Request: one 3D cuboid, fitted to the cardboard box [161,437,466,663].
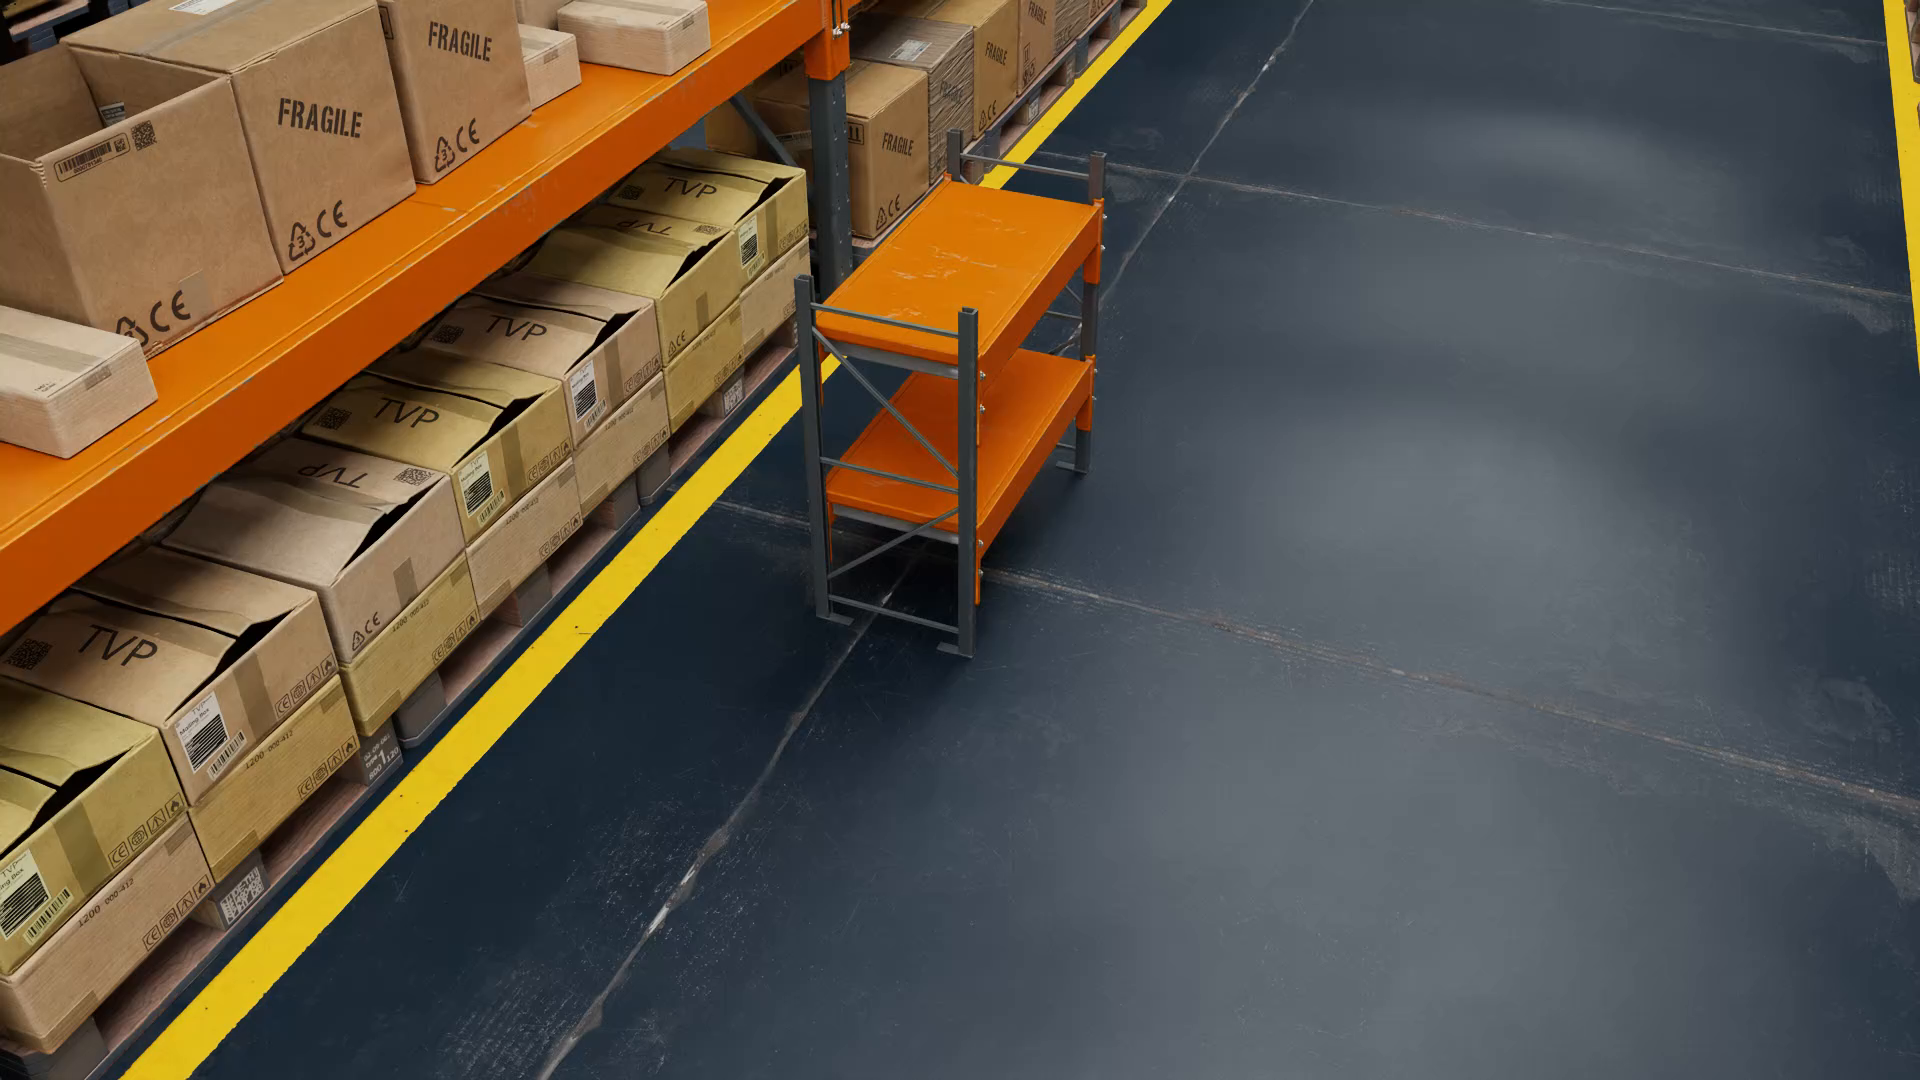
[{"bbox_3d":[-1.637,-0.009,4.234,0.500,0.311,0.500,13,39,16],"label":"cardboard box"}]

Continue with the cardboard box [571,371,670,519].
[{"bbox_3d":[-1.255,-0.354,5.164,0.500,0.250,0.500,15,39,19],"label":"cardboard box"}]

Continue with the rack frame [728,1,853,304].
[{"bbox_3d":[-0.894,-2.198,5.685,1.000,3.000,0.127,14,39,18],"label":"rack frame"}]

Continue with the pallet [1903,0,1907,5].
[{"bbox_3d":[5.914,-3.259,9.433,1.003,0.211,1.213,14,39,18],"label":"pallet"}]

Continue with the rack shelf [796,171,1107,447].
[{"bbox_3d":[0.003,-0.689,4.743,0.538,0.278,1.000,14,39,18],"label":"rack shelf"}]

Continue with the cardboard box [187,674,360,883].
[{"bbox_3d":[-1.837,0.501,4.021,0.500,0.250,0.500,15,39,19],"label":"cardboard box"}]

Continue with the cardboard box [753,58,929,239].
[{"bbox_3d":[-0.456,-1.559,6.551,0.500,0.500,0.500,15,39,20],"label":"cardboard box"}]

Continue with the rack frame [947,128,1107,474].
[{"bbox_3d":[0.196,-0.736,5.295,0.500,1.125,0.032,14,39,18],"label":"rack frame"}]

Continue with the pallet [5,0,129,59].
[{"bbox_3d":[-5.107,-2.626,8.587,1.003,0.211,1.213,14,39,18],"label":"pallet"}]

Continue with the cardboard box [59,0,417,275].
[{"bbox_3d":[-1.717,-1.013,4.017,0.500,0.500,0.500,14,39,18],"label":"cardboard box"}]

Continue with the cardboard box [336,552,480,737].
[{"bbox_3d":[-1.643,0.213,4.405,0.500,0.250,0.500,13,39,16],"label":"cardboard box"}]

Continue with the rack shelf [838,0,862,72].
[{"bbox_3d":[-0.133,-3.017,7.381,1.077,0.370,4.000,14,39,18],"label":"rack shelf"}]

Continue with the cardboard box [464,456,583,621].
[{"bbox_3d":[-1.448,-0.068,4.782,0.500,0.250,0.500,15,39,19],"label":"cardboard box"}]

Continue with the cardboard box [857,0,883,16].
[{"bbox_3d":[-0.558,-2.230,7.449,0.500,0.500,0.500,12,39,16],"label":"cardboard box"}]

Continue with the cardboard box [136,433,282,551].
[{"bbox_3d":[-2.142,-0.129,4.395,0.500,0.311,0.500,14,39,18],"label":"cardboard box"}]

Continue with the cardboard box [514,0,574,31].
[{"bbox_3d":[-1.413,-1.711,5.108,0.500,0.311,0.500,13,39,17],"label":"cardboard box"}]

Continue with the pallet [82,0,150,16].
[{"bbox_3d":[-4.641,-3.299,9.488,1.003,0.211,1.213,14,39,18],"label":"pallet"}]

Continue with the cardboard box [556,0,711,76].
[{"bbox_3d":[-0.980,-1.536,5.009,0.380,0.149,0.250,14,39,18],"label":"cardboard box"}]

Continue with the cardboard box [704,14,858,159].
[{"bbox_3d":[-0.755,-1.944,7.066,0.500,0.500,0.500,15,39,20],"label":"cardboard box"}]

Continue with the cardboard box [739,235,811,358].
[{"bbox_3d":[-0.868,-0.918,5.918,0.500,0.250,0.500,15,39,19],"label":"cardboard box"}]

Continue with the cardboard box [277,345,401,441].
[{"bbox_3d":[-1.948,-0.407,4.766,0.500,0.311,0.500,13,39,17],"label":"cardboard box"}]

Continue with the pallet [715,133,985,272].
[{"bbox_3d":[-0.575,-1.485,7.061,1.003,0.211,1.213,14,39,18],"label":"pallet"}]

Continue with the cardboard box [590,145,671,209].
[{"bbox_3d":[-1.365,-1.266,5.916,0.500,0.311,0.500,15,39,19],"label":"cardboard box"}]

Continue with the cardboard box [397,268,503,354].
[{"bbox_3d":[-1.753,-0.691,5.147,0.500,0.311,0.500,13,39,17],"label":"cardboard box"}]

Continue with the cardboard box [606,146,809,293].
[{"bbox_3d":[-0.865,-1.143,5.751,0.500,0.311,0.500,15,39,19],"label":"cardboard box"}]

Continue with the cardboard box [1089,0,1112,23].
[{"bbox_3d":[0.510,-2.977,8.448,0.500,0.500,0.500,14,39,18],"label":"cardboard box"}]

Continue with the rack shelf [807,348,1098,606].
[{"bbox_3d":[0.003,-0.258,5.065,0.538,0.278,1.000,14,39,18],"label":"rack shelf"}]

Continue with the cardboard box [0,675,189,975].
[{"bbox_3d":[-2.028,0.554,3.481,0.500,0.311,0.500,14,39,18],"label":"cardboard box"}]

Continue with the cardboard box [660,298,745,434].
[{"bbox_3d":[-1.061,-0.631,5.535,0.500,0.250,0.500,13,39,17],"label":"cardboard box"}]

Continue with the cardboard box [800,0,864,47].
[{"bbox_3d":[-0.737,-2.276,6.884,0.500,0.250,0.500,15,39,19],"label":"cardboard box"}]

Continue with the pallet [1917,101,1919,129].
[{"bbox_3d":[4.875,-1.747,7.411,1.003,0.211,1.213,14,39,18],"label":"pallet"}]

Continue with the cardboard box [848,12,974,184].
[{"bbox_3d":[-0.262,-1.851,6.941,0.500,0.500,0.500,12,39,16],"label":"cardboard box"}]

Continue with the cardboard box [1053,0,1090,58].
[{"bbox_3d":[0.318,-2.699,8.076,0.500,0.500,0.500,14,39,18],"label":"cardboard box"}]

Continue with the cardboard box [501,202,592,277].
[{"bbox_3d":[-1.557,-0.973,5.524,0.500,0.311,0.500,13,39,17],"label":"cardboard box"}]

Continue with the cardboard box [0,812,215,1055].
[{"bbox_3d":[-2.033,0.783,3.642,0.500,0.250,0.500,13,39,17],"label":"cardboard box"}]

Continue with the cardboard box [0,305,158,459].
[{"bbox_3d":[-1.889,-0.326,3.391,0.380,0.149,0.250,14,39,18],"label":"cardboard box"}]

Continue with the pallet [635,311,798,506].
[{"bbox_3d":[-1.243,-0.634,5.922,1.003,0.211,1.213,14,39,18],"label":"pallet"}]

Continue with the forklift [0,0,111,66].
[{"bbox_3d":[-3.598,-2.083,5.589,1.130,2.935,3.031,9,38,12],"label":"forklift"}]

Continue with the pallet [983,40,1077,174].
[{"bbox_3d":[-0.109,-2.158,7.962,1.003,0.211,1.213,14,39,18],"label":"pallet"}]

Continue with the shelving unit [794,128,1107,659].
[{"bbox_3d":[0.003,-0.454,4.918,0.538,1.125,1.048,14,39,18],"label":"shelving unit"}]

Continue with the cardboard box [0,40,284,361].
[{"bbox_3d":[-1.908,-0.736,3.646,0.500,0.500,0.500,17,40,21],"label":"cardboard box"}]

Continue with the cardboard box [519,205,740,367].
[{"bbox_3d":[-1.057,-0.854,5.364,0.500,0.311,0.500,13,39,17],"label":"cardboard box"}]

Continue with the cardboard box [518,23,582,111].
[{"bbox_3d":[-1.327,-1.378,4.798,0.380,0.149,0.250,17,40,21],"label":"cardboard box"}]

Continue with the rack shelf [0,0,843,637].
[{"bbox_3d":[-1.655,-0.802,4.418,1.077,0.370,4.000,14,39,18],"label":"rack shelf"}]

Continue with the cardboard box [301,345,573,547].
[{"bbox_3d":[-1.444,-0.298,4.621,0.500,0.311,0.500,15,39,19],"label":"cardboard box"}]

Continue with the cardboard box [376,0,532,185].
[{"bbox_3d":[-1.517,-1.305,4.407,0.500,0.500,0.500,12,38,15],"label":"cardboard box"}]

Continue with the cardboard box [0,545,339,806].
[{"bbox_3d":[-1.833,0.278,3.851,0.500,0.311,0.500,13,39,17],"label":"cardboard box"}]

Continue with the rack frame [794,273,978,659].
[{"bbox_3d":[-0.191,-0.173,4.542,0.500,1.125,0.032,14,39,18],"label":"rack frame"}]

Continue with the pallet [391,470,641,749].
[{"bbox_3d":[-1.709,0.039,5.021,1.003,0.211,1.213,14,39,18],"label":"pallet"}]

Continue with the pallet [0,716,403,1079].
[{"bbox_3d":[-2.171,0.717,4.114,1.003,0.211,1.213,14,39,18],"label":"pallet"}]

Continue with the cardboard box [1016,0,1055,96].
[{"bbox_3d":[0.127,-2.417,7.699,0.500,0.500,0.500,13,39,16],"label":"cardboard box"}]

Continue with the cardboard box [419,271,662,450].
[{"bbox_3d":[-1.252,-0.575,4.991,0.500,0.311,0.500,14,39,17],"label":"cardboard box"}]

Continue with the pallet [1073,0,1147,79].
[{"bbox_3d":[0.354,-2.836,8.868,1.003,0.211,1.213,14,39,18],"label":"pallet"}]

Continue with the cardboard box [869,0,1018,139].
[{"bbox_3d":[-0.067,-2.127,7.311,0.500,0.500,0.500,13,39,17],"label":"cardboard box"}]

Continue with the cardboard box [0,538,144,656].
[{"bbox_3d":[-2.335,0.147,4.026,0.500,0.311,0.500,15,39,19],"label":"cardboard box"}]

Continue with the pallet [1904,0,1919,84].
[{"bbox_3d":[5.451,-2.581,8.526,1.003,0.211,1.213,14,39,18],"label":"pallet"}]
